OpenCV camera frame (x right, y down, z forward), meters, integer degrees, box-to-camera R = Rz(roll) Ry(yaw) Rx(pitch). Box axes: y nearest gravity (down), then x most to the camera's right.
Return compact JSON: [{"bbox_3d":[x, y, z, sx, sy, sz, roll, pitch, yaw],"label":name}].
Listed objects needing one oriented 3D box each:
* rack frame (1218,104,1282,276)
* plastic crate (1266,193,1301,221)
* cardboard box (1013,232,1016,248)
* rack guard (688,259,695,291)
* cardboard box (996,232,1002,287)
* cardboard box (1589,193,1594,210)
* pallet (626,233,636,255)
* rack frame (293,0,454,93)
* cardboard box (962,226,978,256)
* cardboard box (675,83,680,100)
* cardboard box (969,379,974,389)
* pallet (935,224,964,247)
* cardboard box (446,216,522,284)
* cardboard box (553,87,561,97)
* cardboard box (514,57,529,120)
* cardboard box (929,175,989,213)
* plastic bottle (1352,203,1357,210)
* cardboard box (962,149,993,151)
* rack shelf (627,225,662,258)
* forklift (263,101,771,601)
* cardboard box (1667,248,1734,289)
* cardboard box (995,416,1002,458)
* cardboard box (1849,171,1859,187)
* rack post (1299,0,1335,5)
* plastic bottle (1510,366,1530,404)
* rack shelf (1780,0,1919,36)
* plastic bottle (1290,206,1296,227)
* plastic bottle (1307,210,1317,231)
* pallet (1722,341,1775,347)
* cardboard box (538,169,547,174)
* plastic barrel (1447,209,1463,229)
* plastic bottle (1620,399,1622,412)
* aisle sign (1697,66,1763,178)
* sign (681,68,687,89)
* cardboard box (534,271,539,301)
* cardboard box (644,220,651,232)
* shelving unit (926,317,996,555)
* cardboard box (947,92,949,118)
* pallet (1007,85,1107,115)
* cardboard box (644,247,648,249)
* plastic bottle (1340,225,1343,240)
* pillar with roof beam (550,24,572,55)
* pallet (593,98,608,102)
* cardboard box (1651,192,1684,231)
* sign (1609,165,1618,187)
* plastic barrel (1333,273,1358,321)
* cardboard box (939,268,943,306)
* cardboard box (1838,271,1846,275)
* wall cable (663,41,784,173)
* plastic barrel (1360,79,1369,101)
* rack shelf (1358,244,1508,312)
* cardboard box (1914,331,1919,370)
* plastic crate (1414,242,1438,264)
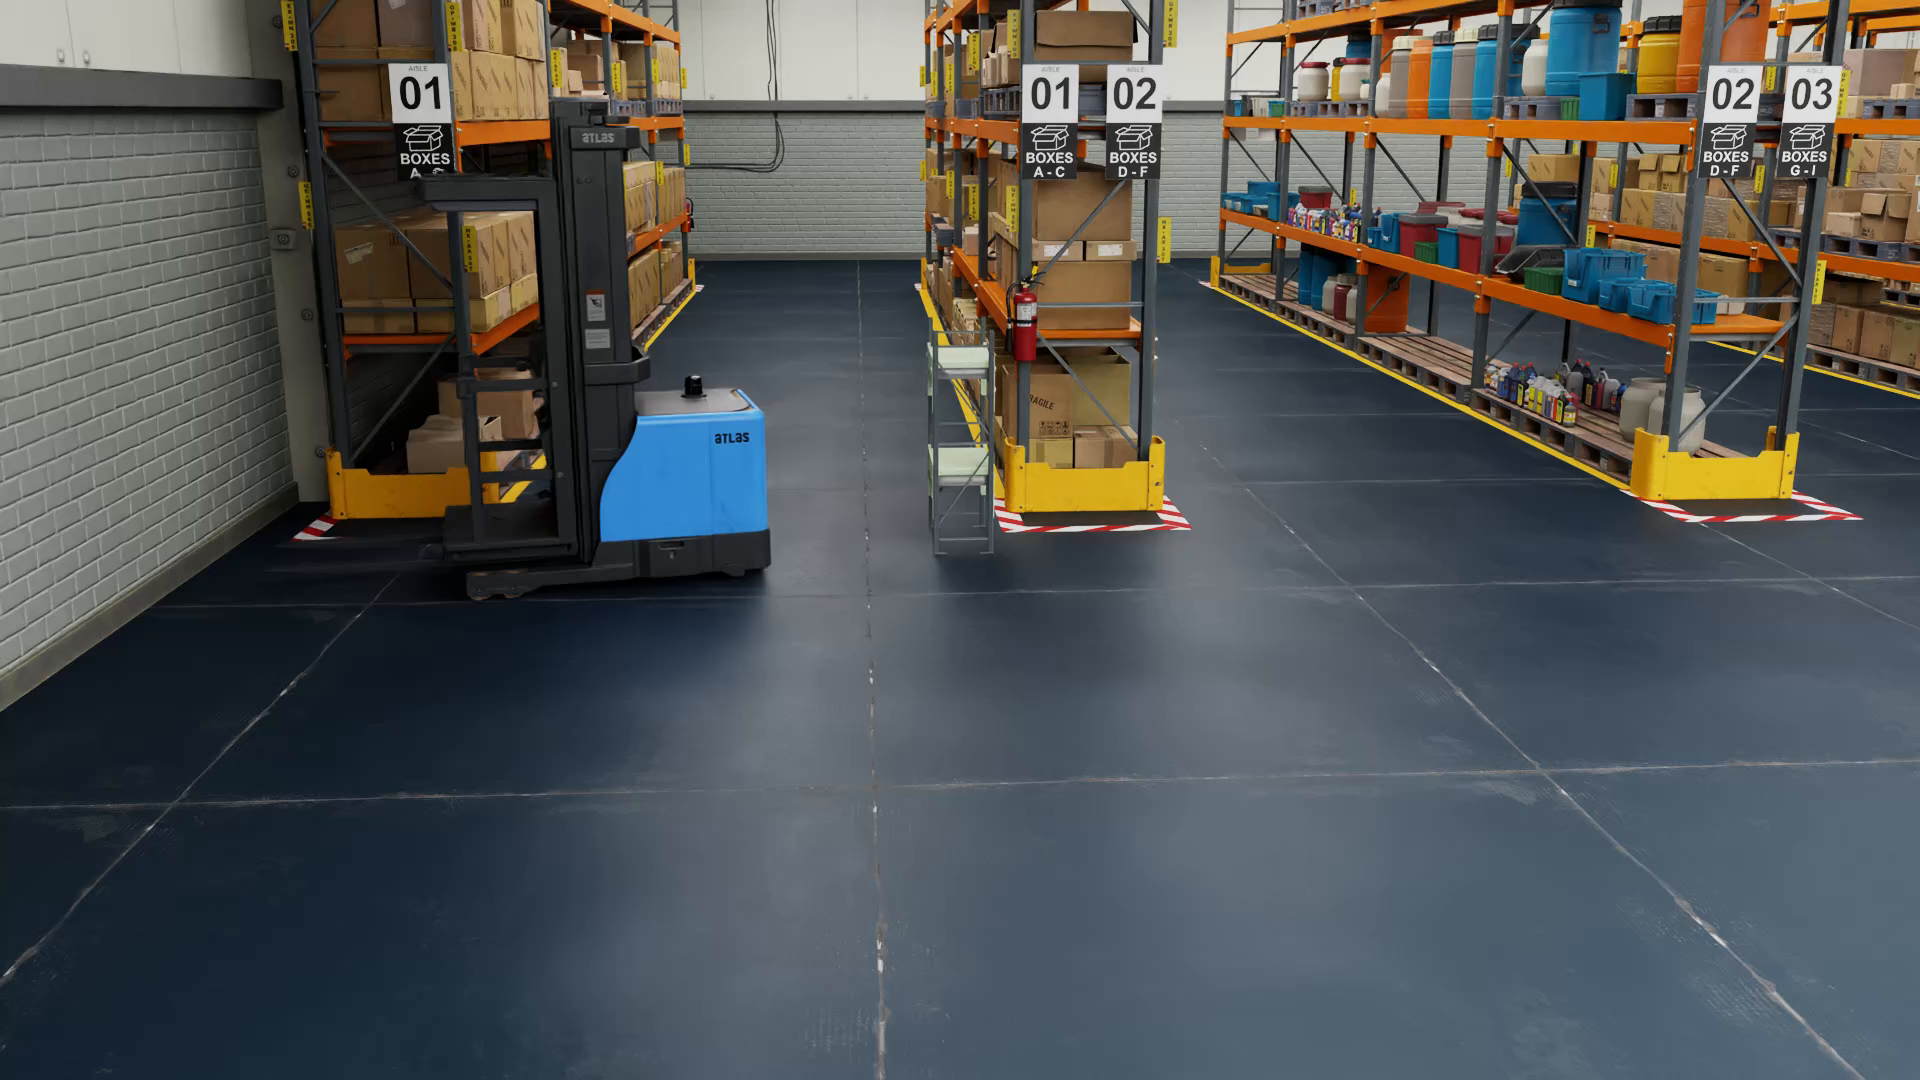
[{"bbox_3d":[4.878,-5.768,27.924,1.000,3.000,0.127,-1,14,-3],"label":"rack frame"},{"bbox_3d":[4.757,-4.905,24.483,0.392,0.384,0.575,-1,14,-3],"label":"plastic crate"},{"bbox_3d":[0.630,-2.490,13.681,0.380,0.149,0.250,0,14,-2],"label":"cardboard box"},{"bbox_3d":[-5.011,-4.410,27.664,1.175,0.500,0.348,-1,14,-3],"label":"rack guard"},{"bbox_3d":[0.711,-2.646,15.590,0.700,0.500,0.500,-1,14,-5],"label":"cardboard box"},{"bbox_3d":[9.746,-5.155,25.248,0.500,0.250,0.500,0,14,-2],"label":"cardboard box"},{"bbox_3d":[-4.364,-3.357,18.938,1.213,0.211,1.003,-1,14,-3],"label":"pallet"},{"bbox_3d":[-4.018,-4.541,11.117,1.000,3.000,0.127,-1,14,-3],"label":"rack frame"},{"bbox_3d":[0.292,-3.434,19.033,0.500,0.311,0.500,-1,14,-4],"label":"cardboard box"},{"bbox_3d":[-4.699,-7.069,26.218,0.500,0.250,0.500,0,14,-2],"label":"cardboard box"},{"bbox_3d":[0.363,-1.678,16.705,0.500,0.250,0.500,-1,14,-4],"label":"cardboard box"},{"bbox_3d":[0.318,-3.777,20.573,1.213,0.211,1.003,-1,14,-3],"label":"pallet"},{"bbox_3d":[-3.794,-2.311,13.245,0.500,0.500,0.500,-1,14,-5],"label":"cardboard box"},{"bbox_3d":[-4.258,-4.534,16.444,0.500,0.311,0.500,0,14,-2],"label":"cardboard box"},{"bbox_3d":[-3.897,-3.756,13.846,0.500,0.500,0.500,-1,15,-6],"label":"cardboard box"},{"bbox_3d":[-0.012,-4.828,23.228,0.700,0.500,0.500,-6,16,-22],"label":"cardboard box"},{"bbox_3d":[5.510,-4.526,23.195,0.144,0.351,0.185,-1,14,-3],"label":"plastic bottle"},{"bbox_3d":[0.268,-5.993,26.592,0.500,0.500,0.500,0,14,-2],"label":"cardboard box"},{"bbox_3d":[-4.638,-3.774,21.620,1.077,0.370,4.000,-1,14,-3],"label":"rack shelf"},{"bbox_3d":[-2.784,-1.198,10.301,3.031,2.935,1.130,-4,15,-15],"label":"forklift"},{"bbox_3d":[10.248,-3.423,22.231,1.225,0.875,0.875,-1,14,-3],"label":"cardboard box"},{"bbox_3d":[0.554,-0.838,13.439,0.500,0.250,0.500,-1,14,-3],"label":"cardboard box"},{"bbox_3d":[14.607,-5.718,26.931,0.500,0.500,0.500,-1,14,-3],"label":"cardboard box"},{"bbox_3d":[5.147,-7.432,22.504,0.937,0.300,0.954,-1,14,-4],"label":"rack post"},{"bbox_3d":[5.269,-1.460,15.613,0.144,0.351,0.185,-1,15,-6],"label":"plastic bottle"},{"bbox_3d":[10.441,-5.721,17.947,1.077,0.370,4.000,-1,14,-3],"label":"rack shelf"},{"bbox_3d":[4.731,-4.586,23.563,0.061,0.283,0.133,-1,14,-3],"label":"plastic bottle"},{"bbox_3d":[4.832,-4.362,22.708,0.152,0.276,0.135,-1,14,-3],"label":"plastic bottle"},{"bbox_3d":[10.344,-2.702,21.603,1.003,0.211,1.213,-1,14,-3],"label":"pallet"},{"bbox_3d":[-4.801,-4.300,19.874,0.500,0.250,0.500,0,14,-2],"label":"cardboard box"},{"bbox_3d":[5.677,-3.475,18.789,0.421,0.512,0.421,0,14,0],"label":"plastic barrel"},{"bbox_3d":[6.035,-1.237,15.047,0.097,0.201,0.097,0,14,0],"label":"plastic bottle"},{"bbox_3d":[5.578,-3.025,12.047,0.394,0.787,0.004,-1,14,-3],"label":"aisle sign"},{"bbox_3d":[-4.467,-7.463,26.875,0.100,0.325,0.005,-1,14,-3],"label":"sign"},{"bbox_3d":[-3.865,-2.206,14.340,0.500,0.250,0.500,-1,14,-4],"label":"cardboard box"},{"bbox_3d":[-4.373,-4.236,22.435,0.380,0.149,0.250,-1,14,-3],"label":"cardboard box"},{"bbox_3d":[0.000,-0.725,11.333,0.431,1.500,0.755,-1,14,-3],"label":"shelving unit"},{"bbox_3d":[0.305,-5.568,20.927,0.910,0.500,0.500,-1,14,-3],"label":"cardboard box"},{"bbox_3d":[0.908,-3.299,12.487,1.003,0.211,1.213,-1,14,-3],"label":"pallet"},{"bbox_3d":[-4.978,-4.399,25.476,0.380,0.149,0.250,-1,14,-4],"label":"cardboard box"},{"bbox_3d":[4.902,-3.935,21.200,0.097,0.201,0.097,0,14,0],"label":"plastic bottle"},{"bbox_3d":[-1.372,-7.753,23.599,9.100,9.000,0.400,-1,14,-3],"label":"pillar with roof beam"},{"bbox_3d":[-4.265,-4.405,16.986,1.213,0.211,1.003,-1,14,-3],"label":"pallet"},{"bbox_3d":[9.911,-4.530,22.913,0.500,0.500,0.500,-1,14,-5],"label":"cardboard box"},{"bbox_3d":[9.516,-5.298,24.202,0.100,0.325,0.005,-1,14,-3],"label":"sign"},{"bbox_3d":[5.257,-3.216,22.003,0.600,0.588,0.708,-1,14,-3],"label":"plastic barrel"},{"bbox_3d":[-0.031,-3.576,23.539,0.500,0.500,0.500,-2,15,-6],"label":"cardboard box"},{"bbox_3d":[14.629,-4.331,27.216,0.380,0.149,0.250,-1,14,-3],"label":"cardboard box"},{"bbox_3d":[-5.003,-8.429,32.458,3.097,2.526,0.112,-1,14,-3],"label":"wall cable"},{"bbox_3d":[5.161,-5.632,20.810,0.301,0.262,0.301,0,14,0],"label":"plastic barrel"},{"bbox_3d":[5.498,-2.933,18.348,1.077,0.370,4.000,-1,14,-3],"label":"rack shelf"},{"bbox_3d":[10.549,-2.016,17.474,0.700,0.500,0.500,-2,15,-8],"label":"cardboard box"},{"bbox_3d":[5.232,-3.110,18.018,0.450,0.188,0.662,-1,14,-3],"label":"plastic crate"}]
